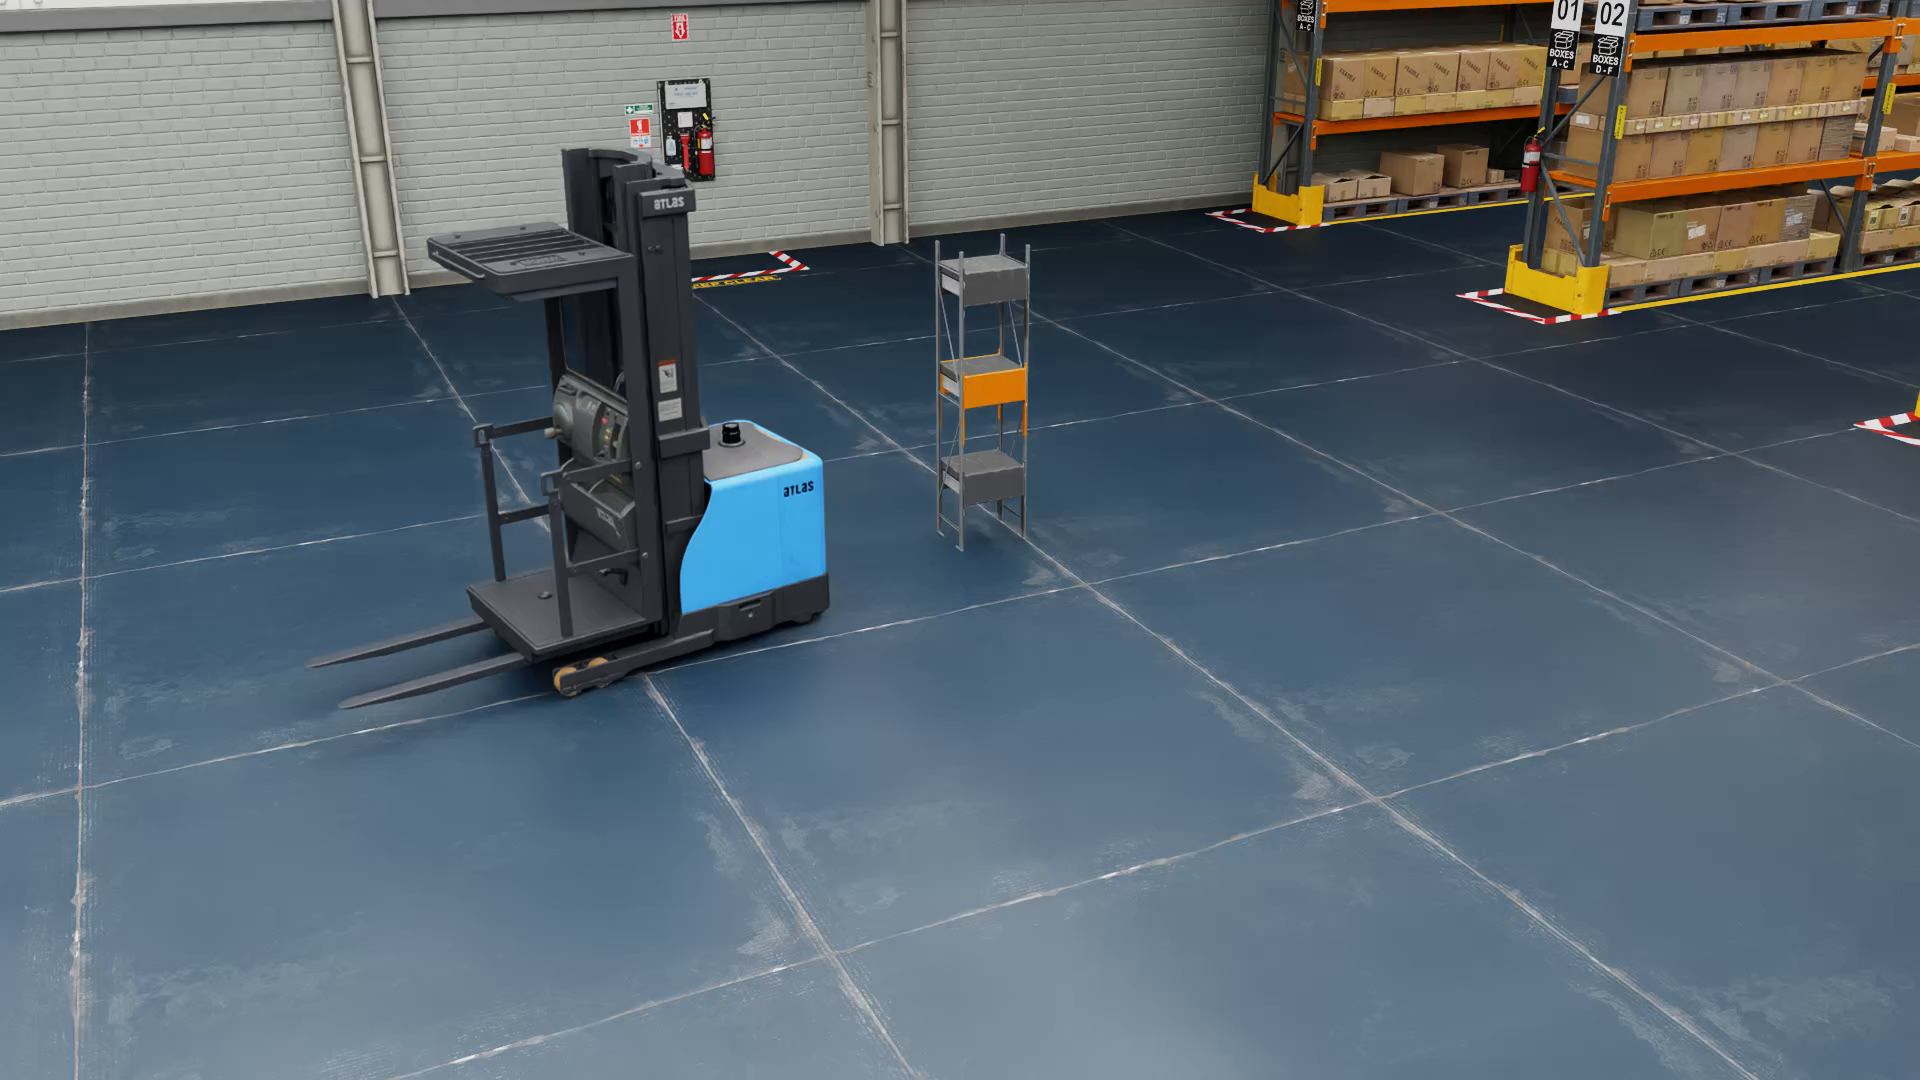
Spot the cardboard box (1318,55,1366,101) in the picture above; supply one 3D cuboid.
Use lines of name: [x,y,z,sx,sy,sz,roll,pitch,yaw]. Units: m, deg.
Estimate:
cardboard box: [4.836,-5.941,21.371,0.500,0.500,0.500,-10,25,-24]

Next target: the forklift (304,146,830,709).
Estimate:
forklift: [-2.316,-0.683,9.569,3.031,2.935,1.130,-16,27,-33]

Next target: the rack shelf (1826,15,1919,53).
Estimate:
rack shelf: [11.833,-6.022,19.394,4.000,0.370,1.077,-10,25,-24]

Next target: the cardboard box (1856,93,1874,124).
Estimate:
cardboard box: [13.759,-6.570,25.961,0.750,0.750,0.750,-10,24,-22]

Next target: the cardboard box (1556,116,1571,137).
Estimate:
cardboard box: [8.931,-5.940,23.890,0.500,0.250,0.500,-11,25,-25]

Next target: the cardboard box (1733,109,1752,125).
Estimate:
cardboard box: [8.259,-4.564,17.876,0.250,0.149,0.380,-10,25,-23]

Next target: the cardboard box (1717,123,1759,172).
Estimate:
cardboard box: [8.247,-4.350,18.206,0.500,0.500,0.700,-10,24,-22]

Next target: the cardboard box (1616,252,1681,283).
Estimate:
cardboard box: [7.455,-2.993,18.104,0.500,0.250,0.500,-10,25,-24]

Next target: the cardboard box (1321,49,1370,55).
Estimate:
cardboard box: [5.065,-6.197,21.989,0.500,0.500,0.500,-10,25,-23]

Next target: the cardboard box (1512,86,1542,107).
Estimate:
cardboard box: [7.584,-6.100,22.734,0.500,0.250,0.500,-10,25,-23]

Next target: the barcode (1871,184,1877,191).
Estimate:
barcode: [10.442,-4.027,18.995,0.075,0.075,0.001,-10,25,-24]

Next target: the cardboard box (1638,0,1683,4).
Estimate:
cardboard box: [6.946,-5.759,16.952,0.637,0.503,0.797,-9,24,-20]

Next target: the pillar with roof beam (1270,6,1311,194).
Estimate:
pillar with roof beam: [6.398,-7.382,17.818,0.400,9.000,9.100,-10,25,-24]

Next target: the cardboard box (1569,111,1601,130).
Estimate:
cardboard box: [6.689,-4.448,17.594,0.250,0.149,0.380,-11,25,-25]

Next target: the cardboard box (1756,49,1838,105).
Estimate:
cardboard box: [9.179,-5.122,18.375,0.500,0.500,0.700,-10,25,-24]

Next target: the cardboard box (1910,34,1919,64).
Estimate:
cardboard box: [14.781,-7.699,25.882,0.500,0.500,0.500,-11,25,-24]

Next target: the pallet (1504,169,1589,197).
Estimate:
pallet: [8.580,-5.184,23.998,1.213,0.211,1.003,-10,25,-24]

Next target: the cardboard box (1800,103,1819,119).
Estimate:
cardboard box: [9.184,-4.735,18.288,0.250,0.149,0.380,-10,25,-24]

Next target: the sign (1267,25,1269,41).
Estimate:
sign: [4.052,-6.555,21.737,0.005,0.325,0.100,-10,25,-24]

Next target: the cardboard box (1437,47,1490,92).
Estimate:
cardboard box: [6.682,-6.280,22.188,0.500,0.500,0.500,-11,25,-25]

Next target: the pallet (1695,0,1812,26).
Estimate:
pallet: [8.176,-5.630,17.623,1.213,0.211,1.003,-10,25,-24]

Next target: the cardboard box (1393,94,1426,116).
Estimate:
cardboard box: [5.776,-5.764,21.924,0.500,0.250,0.500,-11,25,-24]

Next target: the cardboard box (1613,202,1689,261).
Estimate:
cardboard box: [7.456,-3.339,17.959,0.500,0.500,0.500,-10,25,-24]

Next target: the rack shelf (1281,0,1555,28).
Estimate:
rack shelf: [6.077,-7.065,21.914,4.000,0.370,1.077,-10,25,-24]

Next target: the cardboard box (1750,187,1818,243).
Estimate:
cardboard box: [9.252,-3.675,18.772,0.500,0.500,0.500,-10,25,-24]

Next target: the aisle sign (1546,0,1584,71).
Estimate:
aisle sign: [6.240,-5.264,17.147,0.004,0.787,0.394,-10,25,-24]

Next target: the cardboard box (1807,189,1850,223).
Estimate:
cardboard box: [10.272,-3.985,19.768,0.500,0.311,0.500,-10,25,-24]

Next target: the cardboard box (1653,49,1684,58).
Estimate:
cardboard box: [9.951,-6.960,23.936,0.500,0.500,0.700,-10,25,-24]

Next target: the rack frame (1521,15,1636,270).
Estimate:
rack frame: [6.427,-3.973,17.426,0.127,3.000,1.000,-10,25,-24]

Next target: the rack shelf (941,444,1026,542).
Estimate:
rack shelf: [0.149,-0.338,11.688,0.480,0.518,0.431,-10,25,-24]

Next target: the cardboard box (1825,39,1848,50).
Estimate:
cardboard box: [12.956,-7.357,25.056,0.500,0.500,0.500,-11,25,-24]

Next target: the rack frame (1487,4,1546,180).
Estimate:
rack frame: [7.879,-6.343,23.151,0.127,3.000,1.000,-10,25,-24]

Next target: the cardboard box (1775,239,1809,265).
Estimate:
cardboard box: [9.253,-3.328,18.914,0.500,0.250,0.500,-10,25,-24]

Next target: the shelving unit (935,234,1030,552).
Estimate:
shelving unit: [0.149,-0.998,11.415,0.503,2.100,0.431,-10,25,-24]

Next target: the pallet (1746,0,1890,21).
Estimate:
pallet: [9.274,-5.831,18.108,1.213,0.211,1.003,-10,25,-24]

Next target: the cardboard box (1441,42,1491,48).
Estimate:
cardboard box: [6.898,-6.539,22.814,0.500,0.500,0.500,-11,25,-24]

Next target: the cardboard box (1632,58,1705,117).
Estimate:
cardboard box: [7.372,-4.789,17.571,0.500,0.500,0.700,-11,25,-25]

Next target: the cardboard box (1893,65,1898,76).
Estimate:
cardboard box: [14.223,-7.268,25.688,0.250,0.149,0.380,-10,25,-24]

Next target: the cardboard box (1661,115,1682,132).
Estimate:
cardboard box: [7.336,-4.395,17.467,0.250,0.149,0.380,-10,25,-23]

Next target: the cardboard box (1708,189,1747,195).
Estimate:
cardboard box: [8.576,-3.771,19.005,0.500,0.500,0.500,-10,25,-24]

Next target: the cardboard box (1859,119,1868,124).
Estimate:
cardboard box: [10.744,-4.783,19.560,0.258,0.266,0.396,-11,25,-25]

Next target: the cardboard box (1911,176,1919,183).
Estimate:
cardboard box: [12.106,-4.323,20.584,0.500,0.311,0.500,-11,25,-25]

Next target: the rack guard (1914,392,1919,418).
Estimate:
rack guard: [8.620,-1.139,13.848,0.348,0.500,1.175,-10,25,-24]

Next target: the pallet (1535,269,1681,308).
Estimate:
pallet: [7.098,-2.826,18.300,1.213,0.211,1.003,-10,25,-24]

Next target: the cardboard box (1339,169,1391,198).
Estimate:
cardboard box: [5.451,-4.819,22.409,0.500,0.311,0.500,-8,24,-19]

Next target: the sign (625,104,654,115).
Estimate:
sign: [-3.654,-4.904,18.937,0.331,0.109,0.001,-10,25,-24]
